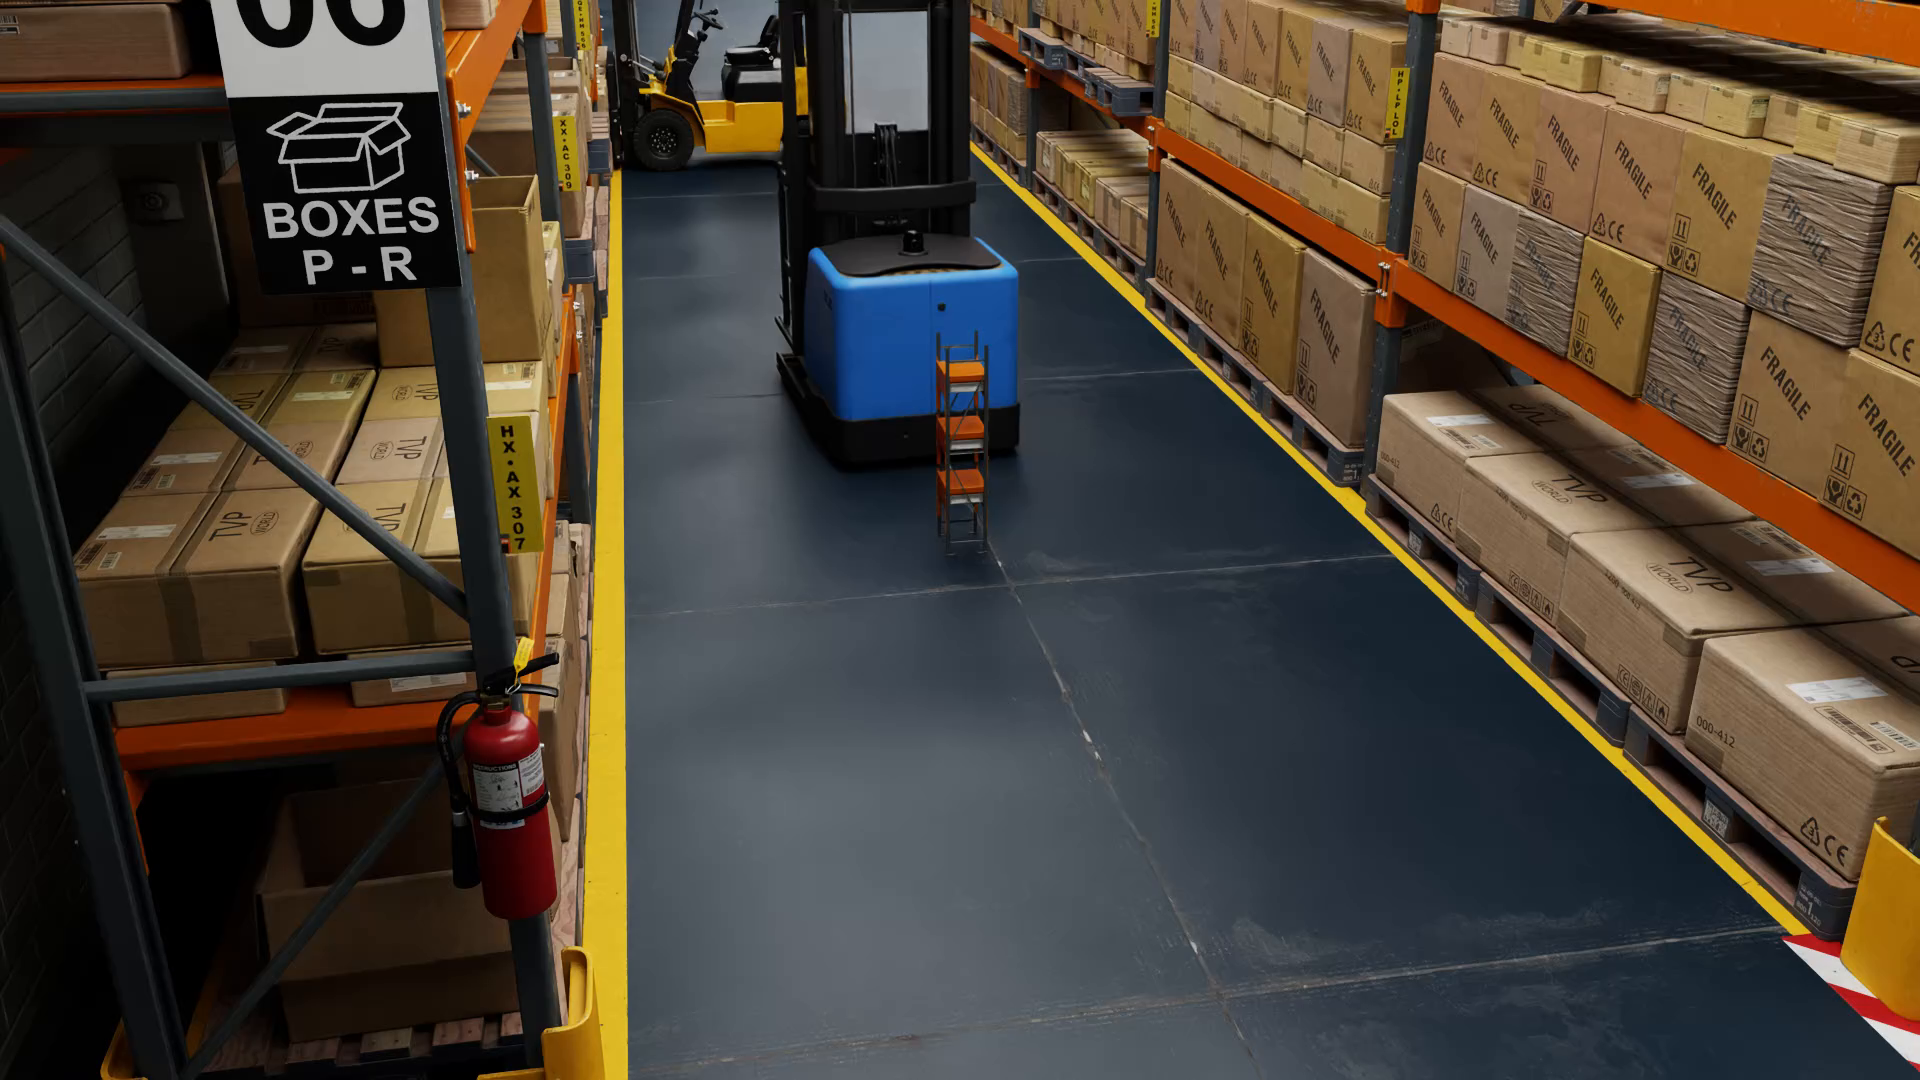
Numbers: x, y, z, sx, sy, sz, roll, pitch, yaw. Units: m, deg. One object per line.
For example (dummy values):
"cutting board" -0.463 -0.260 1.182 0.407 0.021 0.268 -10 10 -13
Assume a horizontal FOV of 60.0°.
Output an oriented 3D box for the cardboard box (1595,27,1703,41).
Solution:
"cardboard box" 2.962 -2.119 7.170 0.380 0.149 0.250 -4 24 -10

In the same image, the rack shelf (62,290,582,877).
"rack shelf" -1.894 -0.141 5.724 1.077 0.370 4.000 -4 24 -10

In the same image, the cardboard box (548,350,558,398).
"cardboard box" -1.718 -0.631 6.260 0.380 0.149 0.250 -5 24 -11

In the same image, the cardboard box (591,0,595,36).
"cardboard box" -3.776 -5.046 15.932 0.500 0.500 0.500 -5 24 -10

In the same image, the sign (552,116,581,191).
"sign" -1.732 -1.697 7.307 0.100 0.325 0.005 -4 24 -10

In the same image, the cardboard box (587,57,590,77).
"cardboard box" -3.232 -3.762 13.302 0.500 0.250 0.500 -4 24 -9

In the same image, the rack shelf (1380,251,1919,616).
"rack shelf" 2.984 -0.510 6.568 1.077 0.370 4.000 -4 24 -10

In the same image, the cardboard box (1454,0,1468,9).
"cardboard box" 5.793 -5.828 17.658 0.875 0.550 0.550 -4 24 -10

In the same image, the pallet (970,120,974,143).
"pallet" 0.525 -4.716 18.785 1.003 0.211 1.213 -4 24 -10

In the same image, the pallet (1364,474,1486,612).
"pallet" 2.678 -0.043 8.086 1.003 0.211 1.213 -4 24 -10

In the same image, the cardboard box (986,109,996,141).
"cardboard box" 0.563 -4.327 17.320 0.500 0.250 0.500 -4 24 -9

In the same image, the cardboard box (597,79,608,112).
"cardboard box" -3.608 -4.210 15.803 0.500 0.250 0.500 -4 24 -10

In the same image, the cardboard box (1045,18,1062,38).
"cardboard box" 0.964 -4.511 14.619 0.380 0.149 0.250 -4 24 -9

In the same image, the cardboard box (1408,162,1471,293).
"cardboard box" 2.443 -1.468 7.739 0.500 0.500 0.500 -4 24 -8

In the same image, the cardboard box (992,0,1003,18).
"cardboard box" 0.606 -5.517 16.638 0.500 0.500 0.500 -4 24 -8

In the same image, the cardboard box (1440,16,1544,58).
"cardboard box" 2.417 -2.284 7.547 0.380 0.149 0.250 -5 24 -11

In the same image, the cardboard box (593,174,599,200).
"cardboard box" -3.635 -3.304 14.509 0.875 0.625 0.625 -3 24 -7

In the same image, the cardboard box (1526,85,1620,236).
"cardboard box" 2.635 -1.523 6.616 0.500 0.500 0.500 -4 24 -9

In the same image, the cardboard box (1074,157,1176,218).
"cardboard box" 1.501 -2.999 14.128 0.950 0.372 0.625 -4 24 -8

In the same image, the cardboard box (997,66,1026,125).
"cardboard box" 0.666 -4.462 16.692 0.500 0.500 0.500 -4 24 -9

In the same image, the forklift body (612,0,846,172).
"forklift body" -2.339 -4.978 16.960 2.313 2.155 1.214 -4 24 -10

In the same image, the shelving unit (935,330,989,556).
"shelving unit" 0.010 -0.460 7.992 0.215 1.050 0.252 -4 24 -10

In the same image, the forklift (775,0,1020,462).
"forklift" -0.542 -2.328 9.918 1.130 2.935 3.031 -6 24 -14

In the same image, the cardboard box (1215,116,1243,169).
"cardboard box" 1.921 -2.512 10.442 0.500 0.250 0.500 -4 24 -8

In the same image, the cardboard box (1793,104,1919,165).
"cardboard box" 2.883 -1.276 5.239 0.380 0.149 0.250 -4 24 -9

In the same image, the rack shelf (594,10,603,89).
"rack shelf" -4.113 -4.861 16.531 1.077 0.370 4.000 -4 24 -10

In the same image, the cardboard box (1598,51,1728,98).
"cardboard box" 2.703 -1.785 6.406 0.380 0.149 0.250 -4 24 -10

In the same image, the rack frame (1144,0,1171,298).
"rack frame" 1.874 -3.200 11.828 1.000 3.000 0.127 -4 24 -10

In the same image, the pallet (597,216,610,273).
"pallet" -3.339 -2.358 13.386 1.003 0.211 1.213 -4 24 -10

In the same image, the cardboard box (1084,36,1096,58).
"cardboard box" 1.218 -3.992 13.432 0.380 0.149 0.250 -5 24 -11

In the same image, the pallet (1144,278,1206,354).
"pallet" 1.946 -1.606 11.663 1.003 0.211 1.213 -4 24 -10

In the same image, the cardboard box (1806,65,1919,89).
"cardboard box" 3.315 -1.627 6.044 0.380 0.149 0.250 -5 24 -11

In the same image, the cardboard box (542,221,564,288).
"cardboard box" -1.930 -1.143 6.934 0.500 0.250 0.500 -4 24 -8

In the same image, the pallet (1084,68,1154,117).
"pallet" 1.638 -3.384 12.490 1.213 0.211 1.003 -4 24 -10

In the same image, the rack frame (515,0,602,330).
"rack frame" -3.003 -2.831 10.984 1.000 3.000 0.127 -4 24 -10

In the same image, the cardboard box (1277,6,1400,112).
"cardboard box" 2.107 -2.691 9.290 0.500 0.500 0.500 -4 24 -8

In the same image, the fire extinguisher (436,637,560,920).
"fire extinguisher" -1.042 0.546 3.815 0.296 0.674 0.183 -4 24 -10

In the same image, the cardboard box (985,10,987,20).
"cardboard box" 0.475 -5.572 17.573 0.380 0.149 0.250 -3 24 -8

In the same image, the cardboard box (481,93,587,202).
"cardboard box" -2.229 -1.906 8.217 0.700 0.500 0.500 -4 24 -9

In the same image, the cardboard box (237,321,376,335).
"cardboard box" -2.244 -0.710 5.944 0.500 0.250 0.500 -4 24 -9

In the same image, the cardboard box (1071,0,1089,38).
"cardboard box" 1.216 -4.348 13.437 0.500 0.500 0.500 -5 24 -12

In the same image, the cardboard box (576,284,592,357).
"cardboard box" -2.532 -1.324 10.132 0.500 0.500 0.500 -3 24 -7

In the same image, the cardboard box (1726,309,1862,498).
"cardboard box" 2.926 -0.467 5.447 0.500 0.500 0.500 -5 24 -11

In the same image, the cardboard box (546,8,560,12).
"cardboard box" -3.165 -3.923 12.549 0.380 0.149 0.250 -4 24 -10

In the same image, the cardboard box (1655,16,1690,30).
"cardboard box" 6.190 -4.202 13.998 0.500 0.500 0.500 -5 24 -11

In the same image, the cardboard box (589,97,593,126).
"cardboard box" -2.505 -2.678 10.423 0.380 0.149 0.250 -4 24 -9

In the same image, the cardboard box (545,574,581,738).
"cardboard box" -1.663 0.467 6.031 0.500 0.500 0.500 -4 24 -9

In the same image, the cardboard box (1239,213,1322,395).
"cardboard box" 2.246 -1.438 9.924 0.875 0.875 0.875 -4 24 -8

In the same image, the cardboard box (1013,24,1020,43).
"cardboard box" 0.723 -4.859 15.942 0.380 0.149 0.250 -4 24 -9

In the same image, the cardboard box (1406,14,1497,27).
"cardboard box" 2.694 -2.523 8.904 0.500 0.500 0.500 -4 24 -10

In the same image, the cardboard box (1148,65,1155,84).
"cardboard box" 1.582 -3.388 12.050 0.380 0.149 0.250 -3 24 -8

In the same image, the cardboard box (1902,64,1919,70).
"cardboard box" 6.764 -3.304 11.484 0.380 0.149 0.250 -4 24 -10

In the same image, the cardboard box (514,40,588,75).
"cardboard box" -3.015 -3.588 12.280 0.500 0.250 0.500 -5 24 -11

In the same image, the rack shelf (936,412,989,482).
"rack shelf" 0.010 -0.450 7.996 0.215 0.259 0.240 -4 24 -10

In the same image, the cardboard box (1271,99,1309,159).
"cardboard box" 2.092 -2.341 9.426 0.500 0.250 0.500 -4 24 -8

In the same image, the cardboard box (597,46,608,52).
"cardboard box" -4.091 -5.210 18.093 0.500 0.250 0.500 -4 24 -8

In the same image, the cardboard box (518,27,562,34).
"cardboard box" -2.823 -3.426 11.411 0.380 0.149 0.250 -4 24 -9

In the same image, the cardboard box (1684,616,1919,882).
"cardboard box" 3.133 0.677 5.629 0.875 0.438 0.875 -5 24 -12

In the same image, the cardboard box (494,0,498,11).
"cardboard box" -1.460 -1.498 4.497 0.380 0.149 0.250 -4 24 -10

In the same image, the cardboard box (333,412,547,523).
"cardboard box" -1.436 -0.148 4.657 0.500 0.250 0.500 -4 24 -9
